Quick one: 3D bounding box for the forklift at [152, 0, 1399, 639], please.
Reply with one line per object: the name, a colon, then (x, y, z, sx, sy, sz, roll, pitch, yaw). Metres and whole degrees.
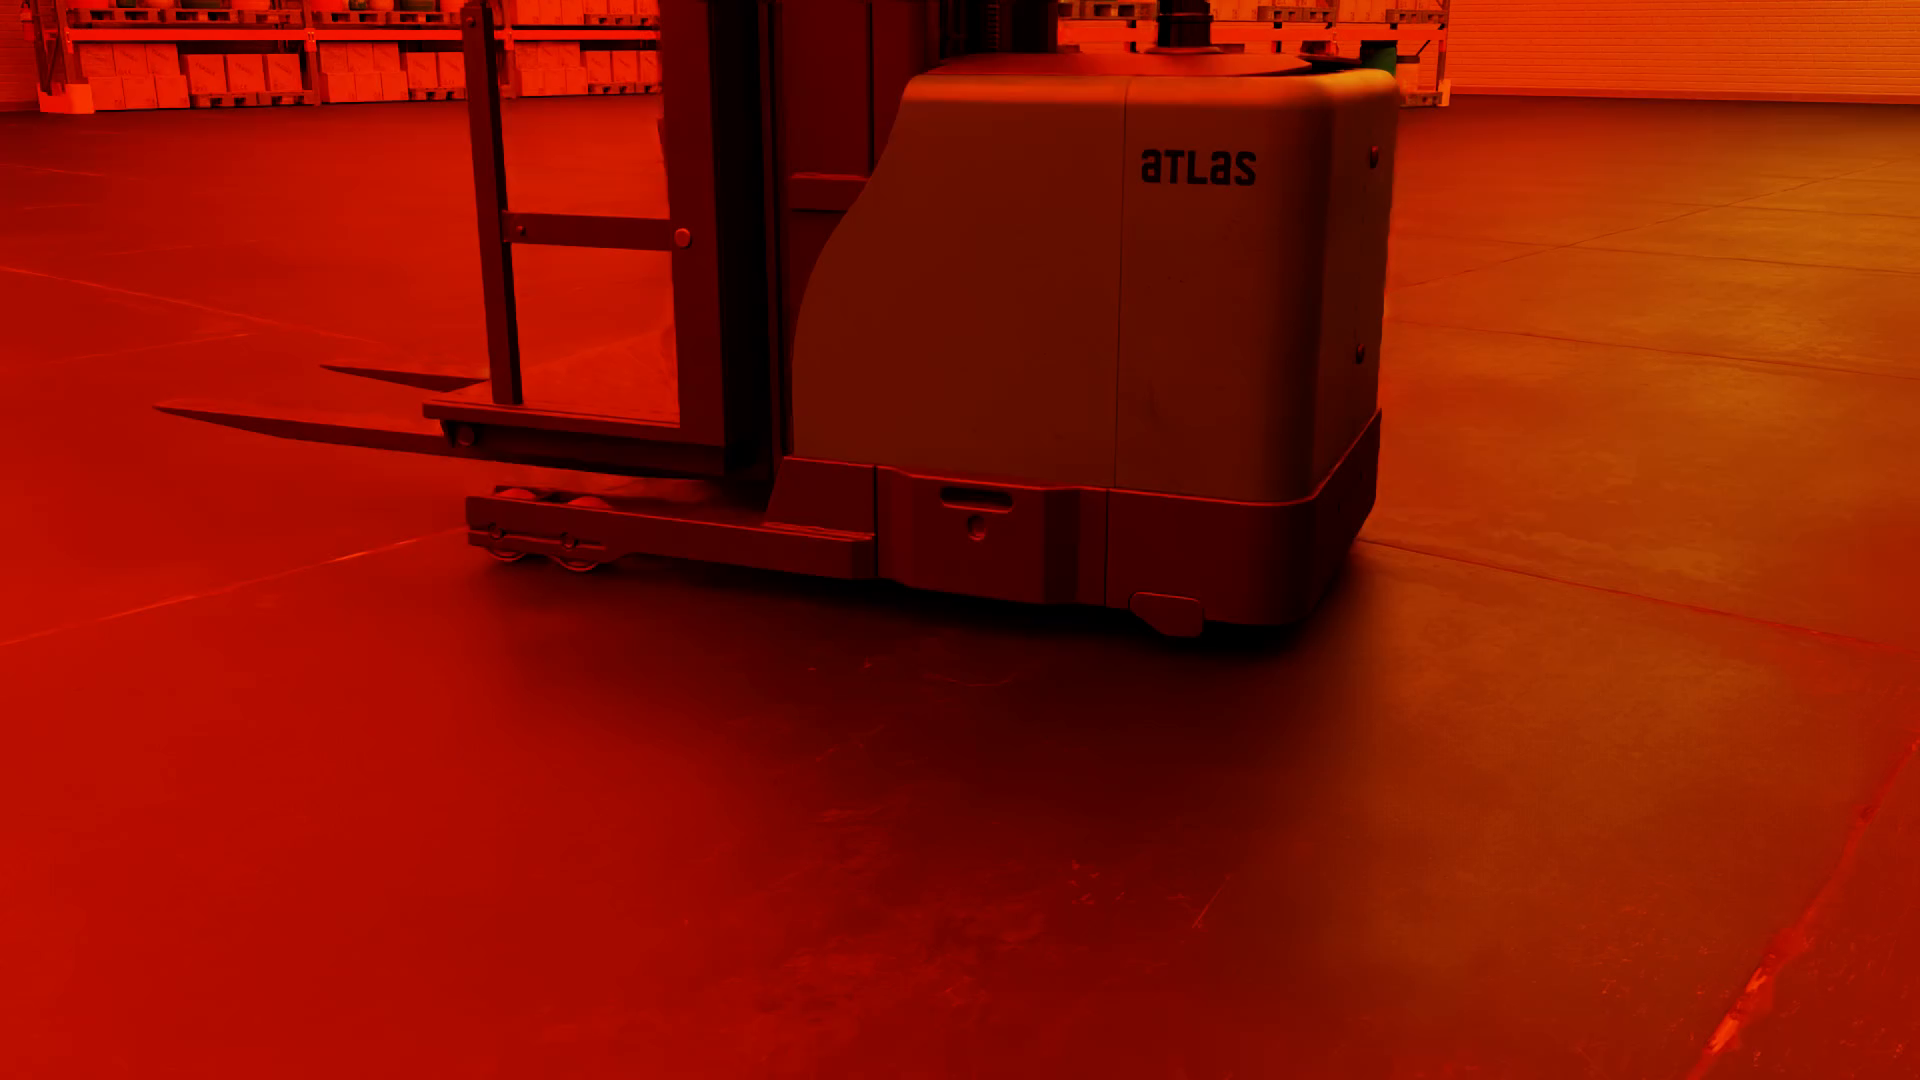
forklift: (-0.576, -1.465, 3.723, 3.031, 2.935, 1.130, 7, 18, 21)
